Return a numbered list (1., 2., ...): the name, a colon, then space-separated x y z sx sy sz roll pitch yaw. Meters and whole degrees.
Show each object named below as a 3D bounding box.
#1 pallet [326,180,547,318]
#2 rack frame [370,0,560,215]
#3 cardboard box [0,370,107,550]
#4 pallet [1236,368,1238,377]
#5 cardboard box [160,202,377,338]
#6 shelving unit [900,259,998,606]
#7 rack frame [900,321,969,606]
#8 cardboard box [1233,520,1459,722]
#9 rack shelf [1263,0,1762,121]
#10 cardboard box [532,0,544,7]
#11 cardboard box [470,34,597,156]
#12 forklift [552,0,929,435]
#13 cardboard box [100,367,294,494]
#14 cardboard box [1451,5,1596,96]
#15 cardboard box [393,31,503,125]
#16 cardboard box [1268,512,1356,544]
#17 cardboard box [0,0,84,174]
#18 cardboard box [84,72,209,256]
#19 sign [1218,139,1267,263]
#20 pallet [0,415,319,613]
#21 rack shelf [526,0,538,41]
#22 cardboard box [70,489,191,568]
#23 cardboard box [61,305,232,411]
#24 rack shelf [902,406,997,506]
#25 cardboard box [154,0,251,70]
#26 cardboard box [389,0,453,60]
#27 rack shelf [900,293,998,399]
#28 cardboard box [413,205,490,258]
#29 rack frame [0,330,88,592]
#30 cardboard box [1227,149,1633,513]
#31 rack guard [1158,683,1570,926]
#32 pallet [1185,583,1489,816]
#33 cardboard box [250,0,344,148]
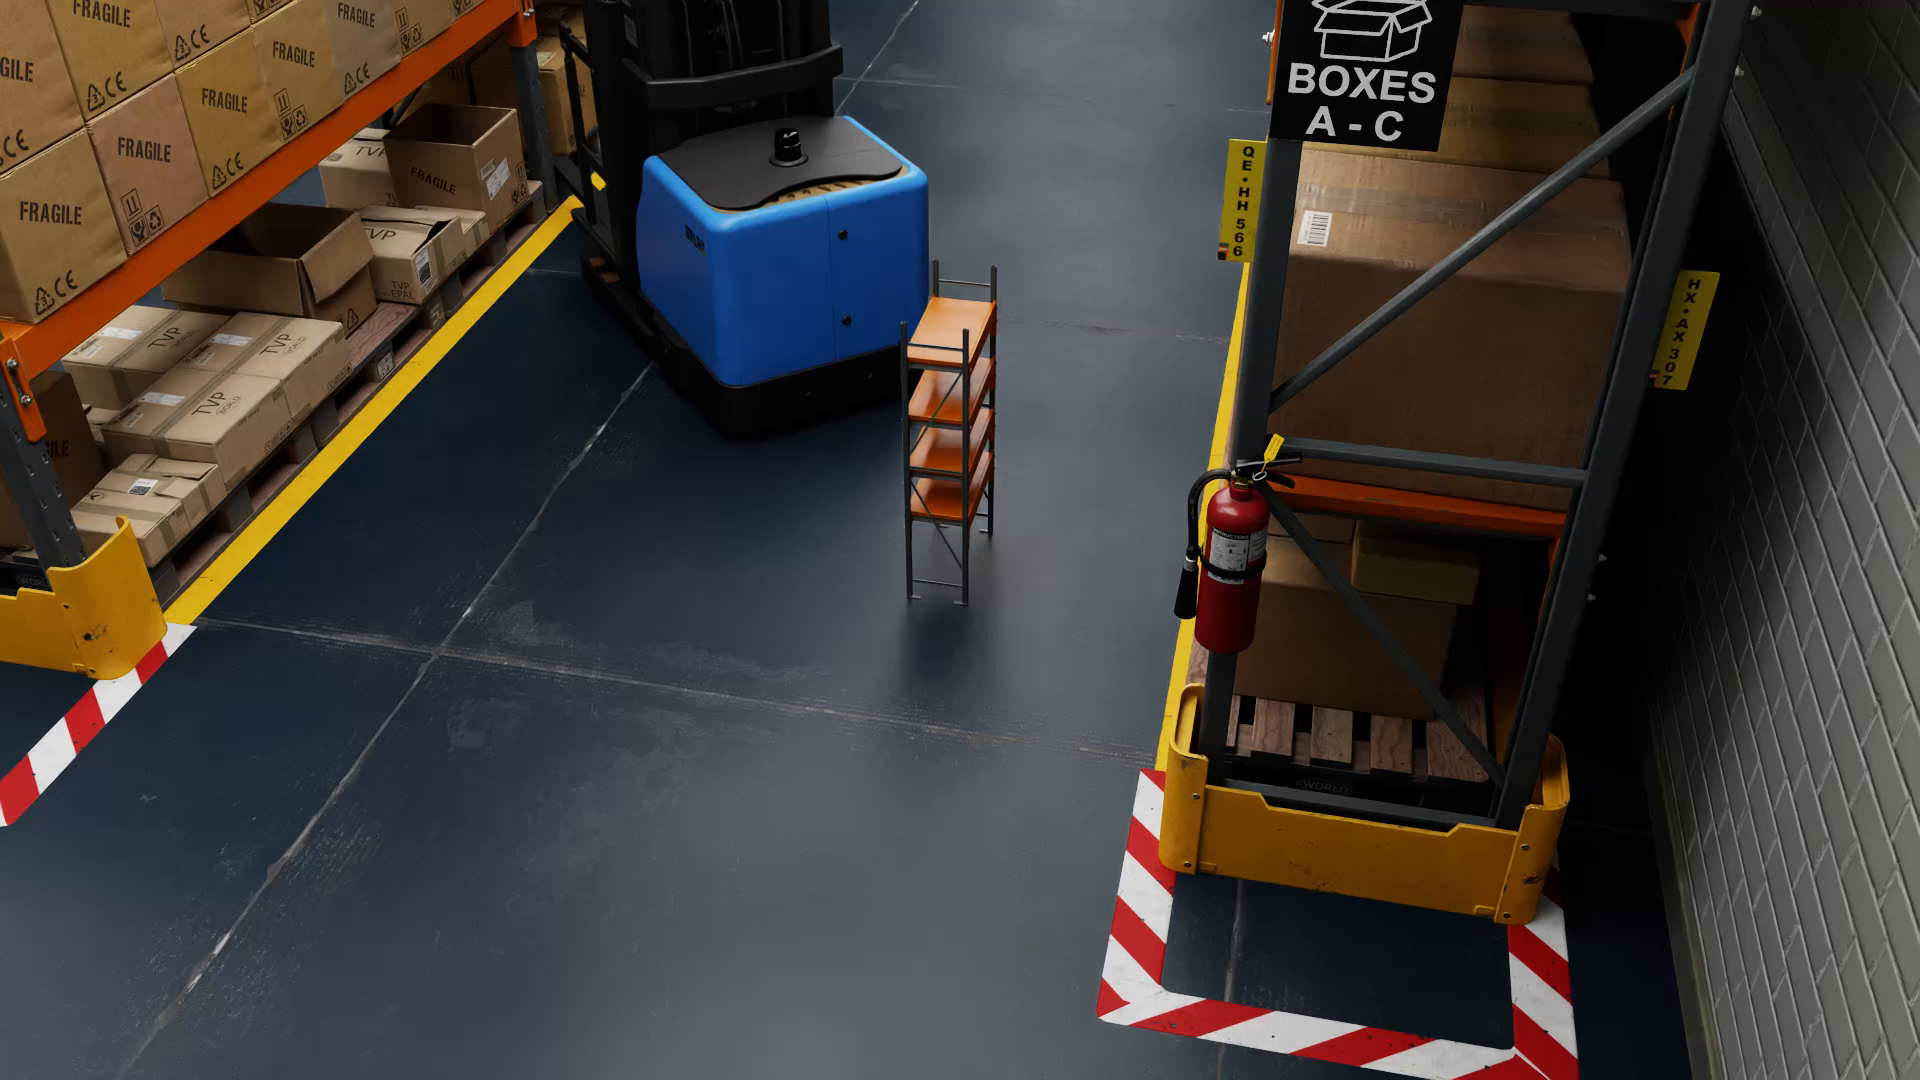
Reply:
1. pallet: -2.895 -1.596 8.772 1.003 0.211 1.213 7 37 10
2. rack frame: -2.747 -3.118 8.497 1.000 3.000 0.127 7 37 10
3. cardboard box: -3.726 -0.334 6.410 0.500 0.500 0.500 7 37 10
4. pallet: 1.854 -0.944 7.873 1.003 0.211 1.213 7 37 10
5. cardboard box: -3.144 -1.208 7.613 0.797 0.503 0.637 7 37 10
6. shelving unit: -0.035 -0.391 6.267 0.258 1.200 0.503 7 37 10
7. rack frame: -0.087 -0.251 6.074 0.240 1.200 0.015 7 37 10
8. cardboard box: 1.290 0.222 5.660 0.700 0.500 0.500 7 37 10
9. rack shelf: 1.666 -2.276 5.392 1.077 0.370 4.000 7 37 10
10. cardboard box: -2.701 -3.173 10.327 0.500 0.500 0.500 8 37 11
11. cardboard box: -2.406 -2.531 9.441 0.500 0.500 0.500 6 36 8
12. forklift: -1.280 -2.491 7.689 1.130 2.935 3.031 -18 40 -23
13. cardboard box: -3.102 -0.453 6.787 0.500 0.250 0.500 7 37 10
14. cardboard box: 1.654 -1.476 5.975 0.980 0.700 0.700 6 36 8
15. cardboard box: -2.922 -2.603 9.541 0.500 0.500 0.500 7 37 10
16. cardboard box: 1.140 -0.137 5.603 0.380 0.149 0.250 7 37 9
17. cardboard box: -3.249 -1.492 5.315 0.500 0.500 0.500 8 37 11
18. cardboard box: -3.144 -1.383 6.018 0.500 0.500 0.500 7 37 10
19. sign: 0.711 -0.847 4.174 0.100 0.325 0.005 7 37 10
20. pallet: -3.416 -0.197 6.842 1.003 0.211 1.213 7 37 10
21. rack shelf: -2.320 -3.974 10.290 1.077 0.370 4.000 7 37 10
22. cardboard box: -3.177 -0.046 6.312 0.380 0.149 0.250 7 37 10
23. cardboard box: -3.494 -0.773 7.229 0.500 0.250 0.500 7 37 10
24. rack shelf: -0.035 -0.336 6.306 0.258 0.148 0.480 7 37 10
25. cardboard box: -3.033 -2.079 6.125 0.500 0.500 0.500 8 37 11
26. cardboard box: -2.712 -2.544 7.619 0.500 0.500 0.500 8 37 11
27. rack shelf: -0.035 -0.709 6.036 0.258 0.148 0.480 7 37 10
28. cardboard box: -2.613 -1.557 8.397 0.380 0.149 0.250 7 37 10
29. rack frame: -3.602 -0.825 5.332 1.000 3.000 0.127 7 37 10
30. cardboard box: 1.338 -0.621 4.796 0.980 0.700 0.700 9 37 12
31. rack guard: 1.233 0.820 5.193 1.175 0.500 0.348 7 37 10
32. pallet: 1.333 0.455 5.943 1.003 0.211 1.213 7 37 10
33. cardboard box: -2.926 -1.957 6.809 0.500 0.500 0.500 8 37 11
